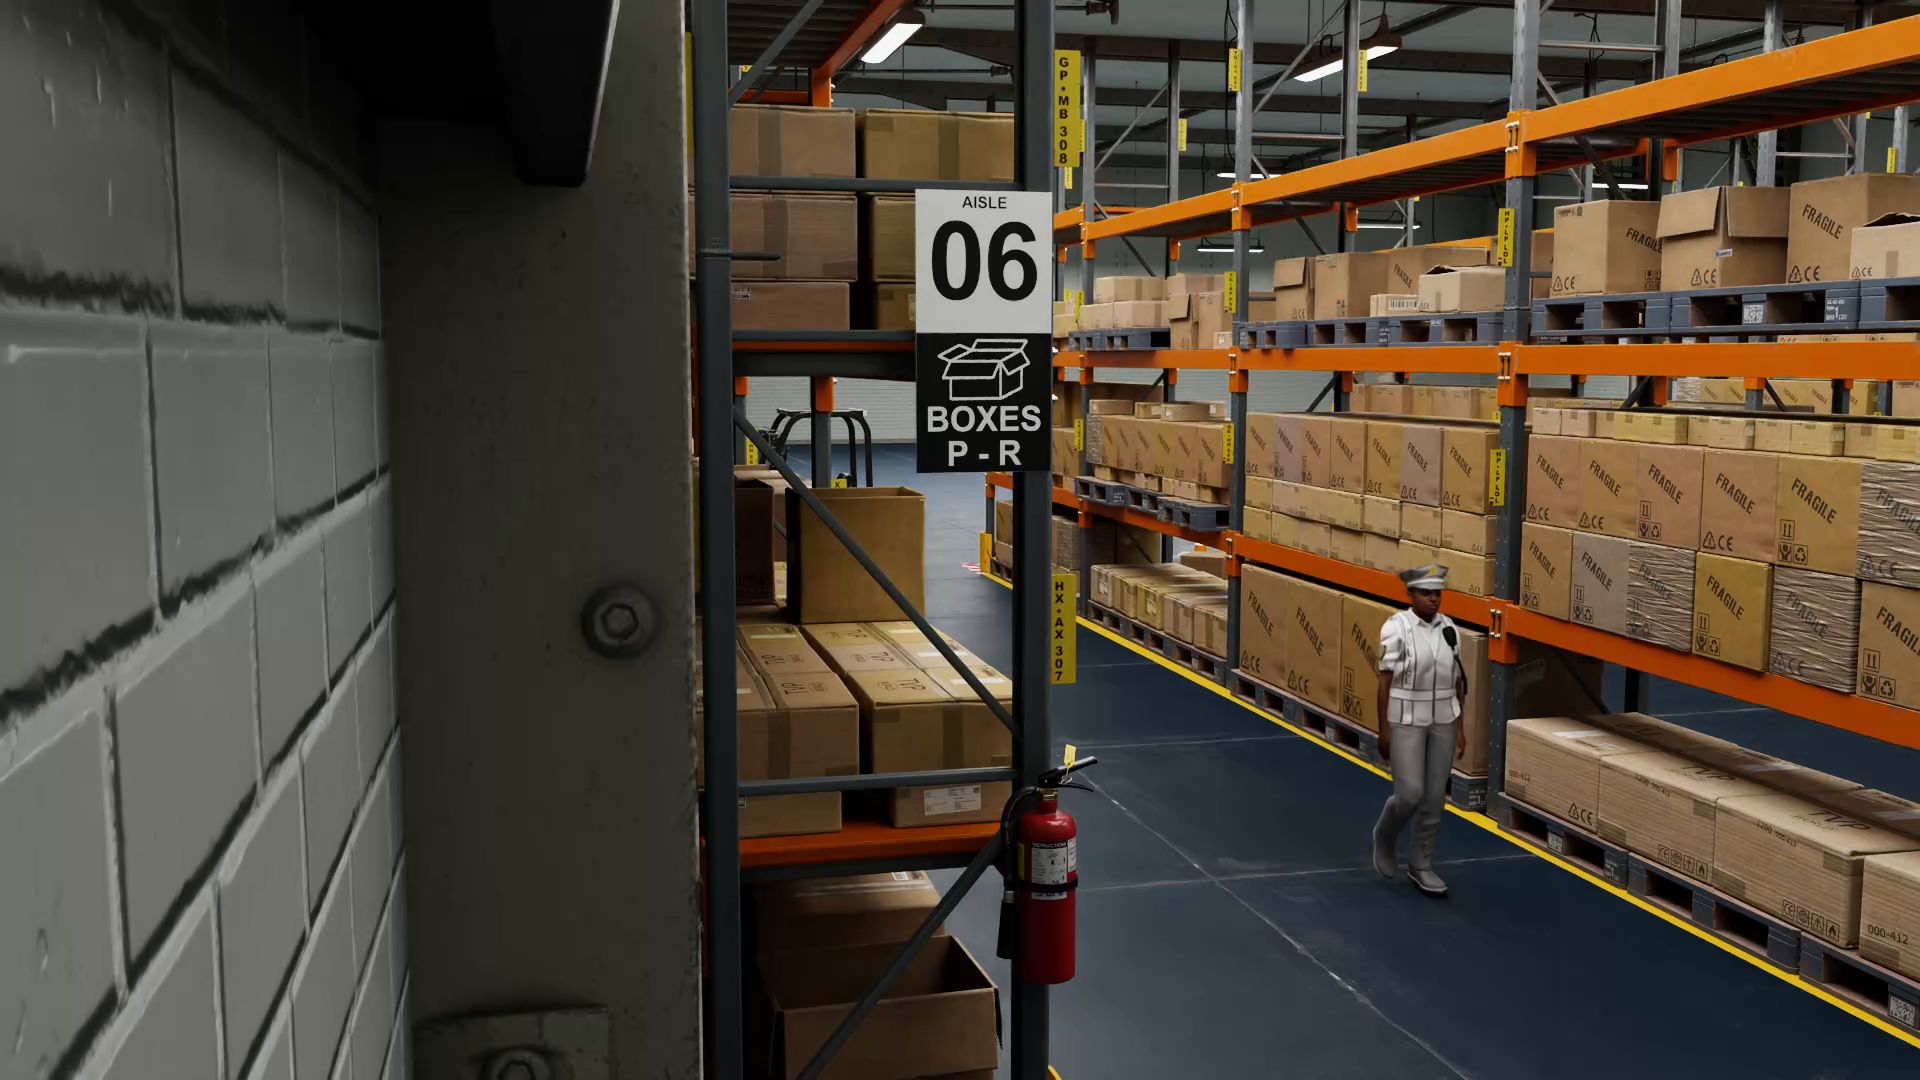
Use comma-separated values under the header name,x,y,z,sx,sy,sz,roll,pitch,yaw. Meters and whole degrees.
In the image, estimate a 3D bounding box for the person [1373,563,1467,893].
name,x,y,z,sx,sy,sz,roll,pitch,yaw
person,2.361,0.948,8.489,0.455,1.682,0.462,-1,6,-12
